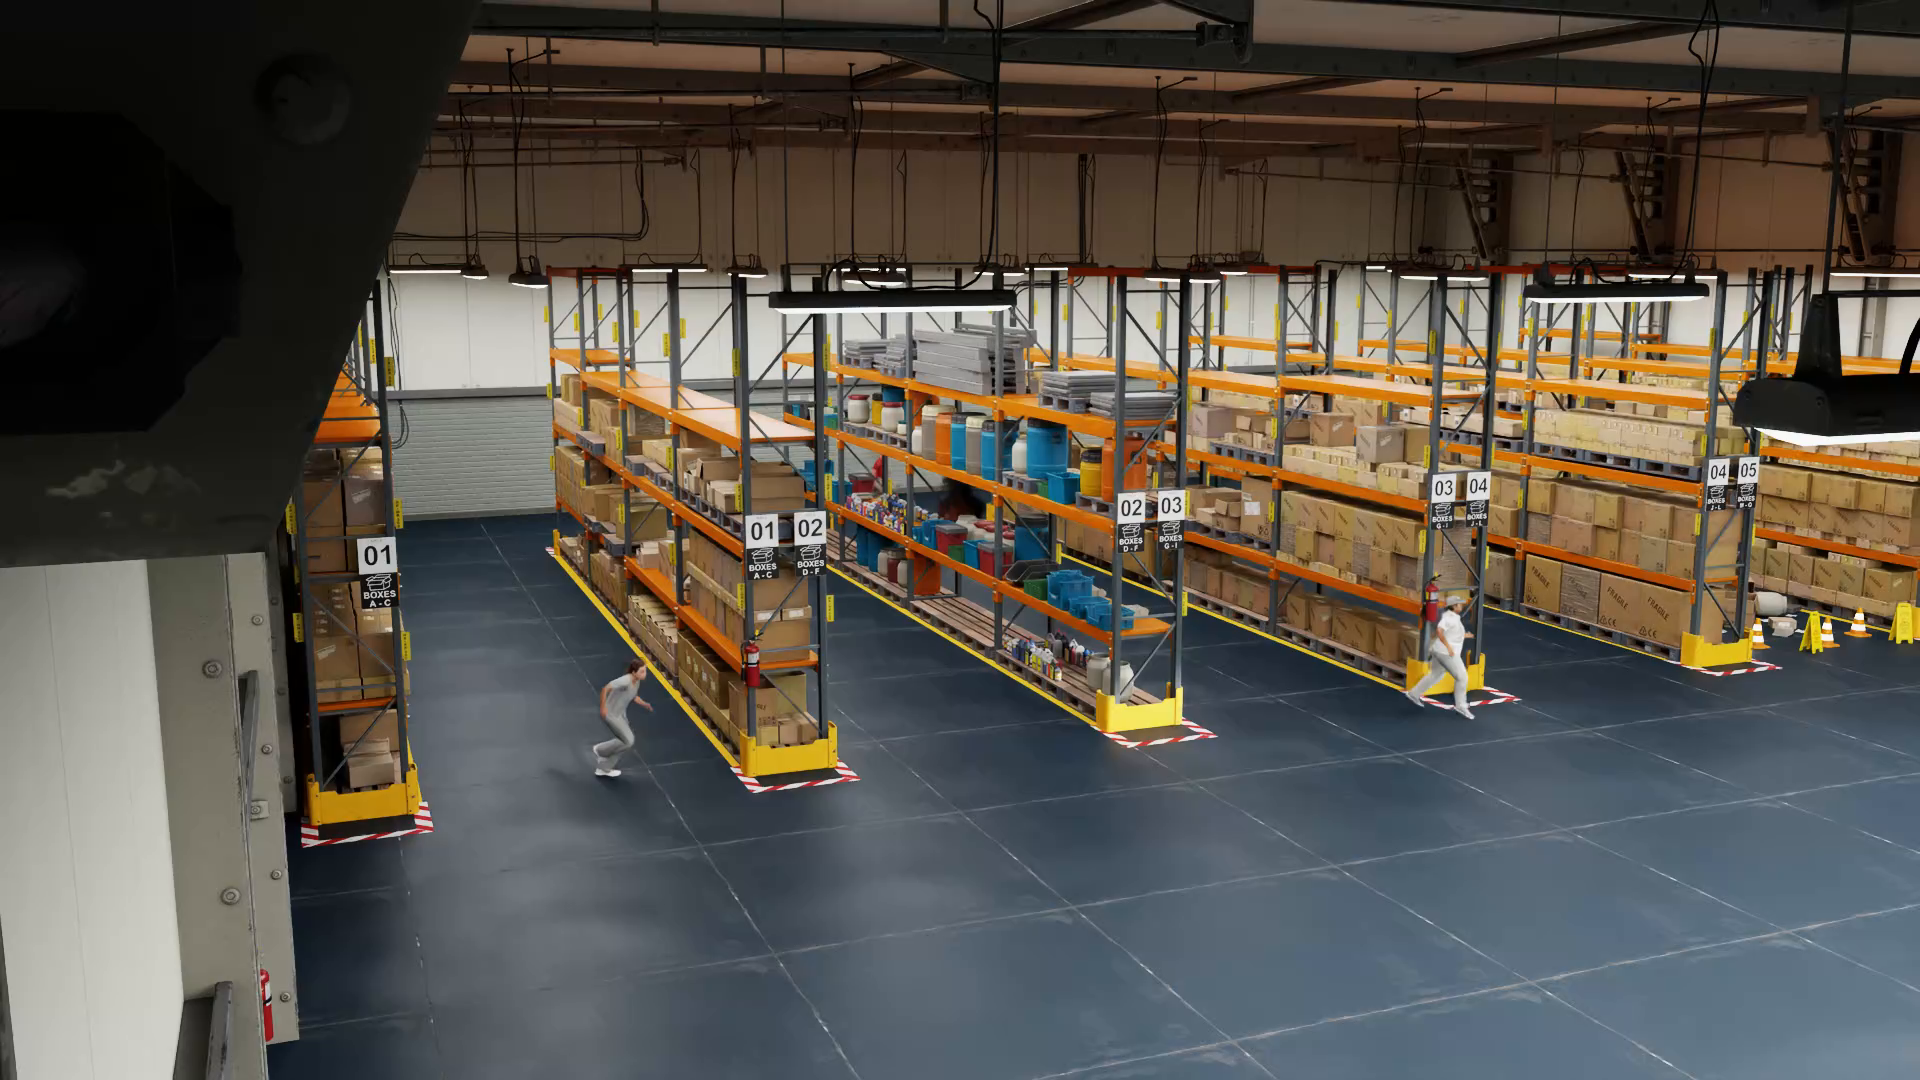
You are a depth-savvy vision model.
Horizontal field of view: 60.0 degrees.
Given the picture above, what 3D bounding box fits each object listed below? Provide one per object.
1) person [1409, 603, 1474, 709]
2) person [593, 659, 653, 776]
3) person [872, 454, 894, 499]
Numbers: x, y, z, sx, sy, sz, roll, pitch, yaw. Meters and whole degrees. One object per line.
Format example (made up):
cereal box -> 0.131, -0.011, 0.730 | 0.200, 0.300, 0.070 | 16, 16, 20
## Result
person -> 6.608, 1.534, 22.744 | 0.824, 1.526, 0.636 | 1, 10, 6
person -> -4.086, 2.156, 20.027 | 0.763, 1.496, 0.587 | 3, 10, 15
person -> -1.847, -1.298, 39.169 | 0.550, 1.684, 0.782 | 1, 10, 5
